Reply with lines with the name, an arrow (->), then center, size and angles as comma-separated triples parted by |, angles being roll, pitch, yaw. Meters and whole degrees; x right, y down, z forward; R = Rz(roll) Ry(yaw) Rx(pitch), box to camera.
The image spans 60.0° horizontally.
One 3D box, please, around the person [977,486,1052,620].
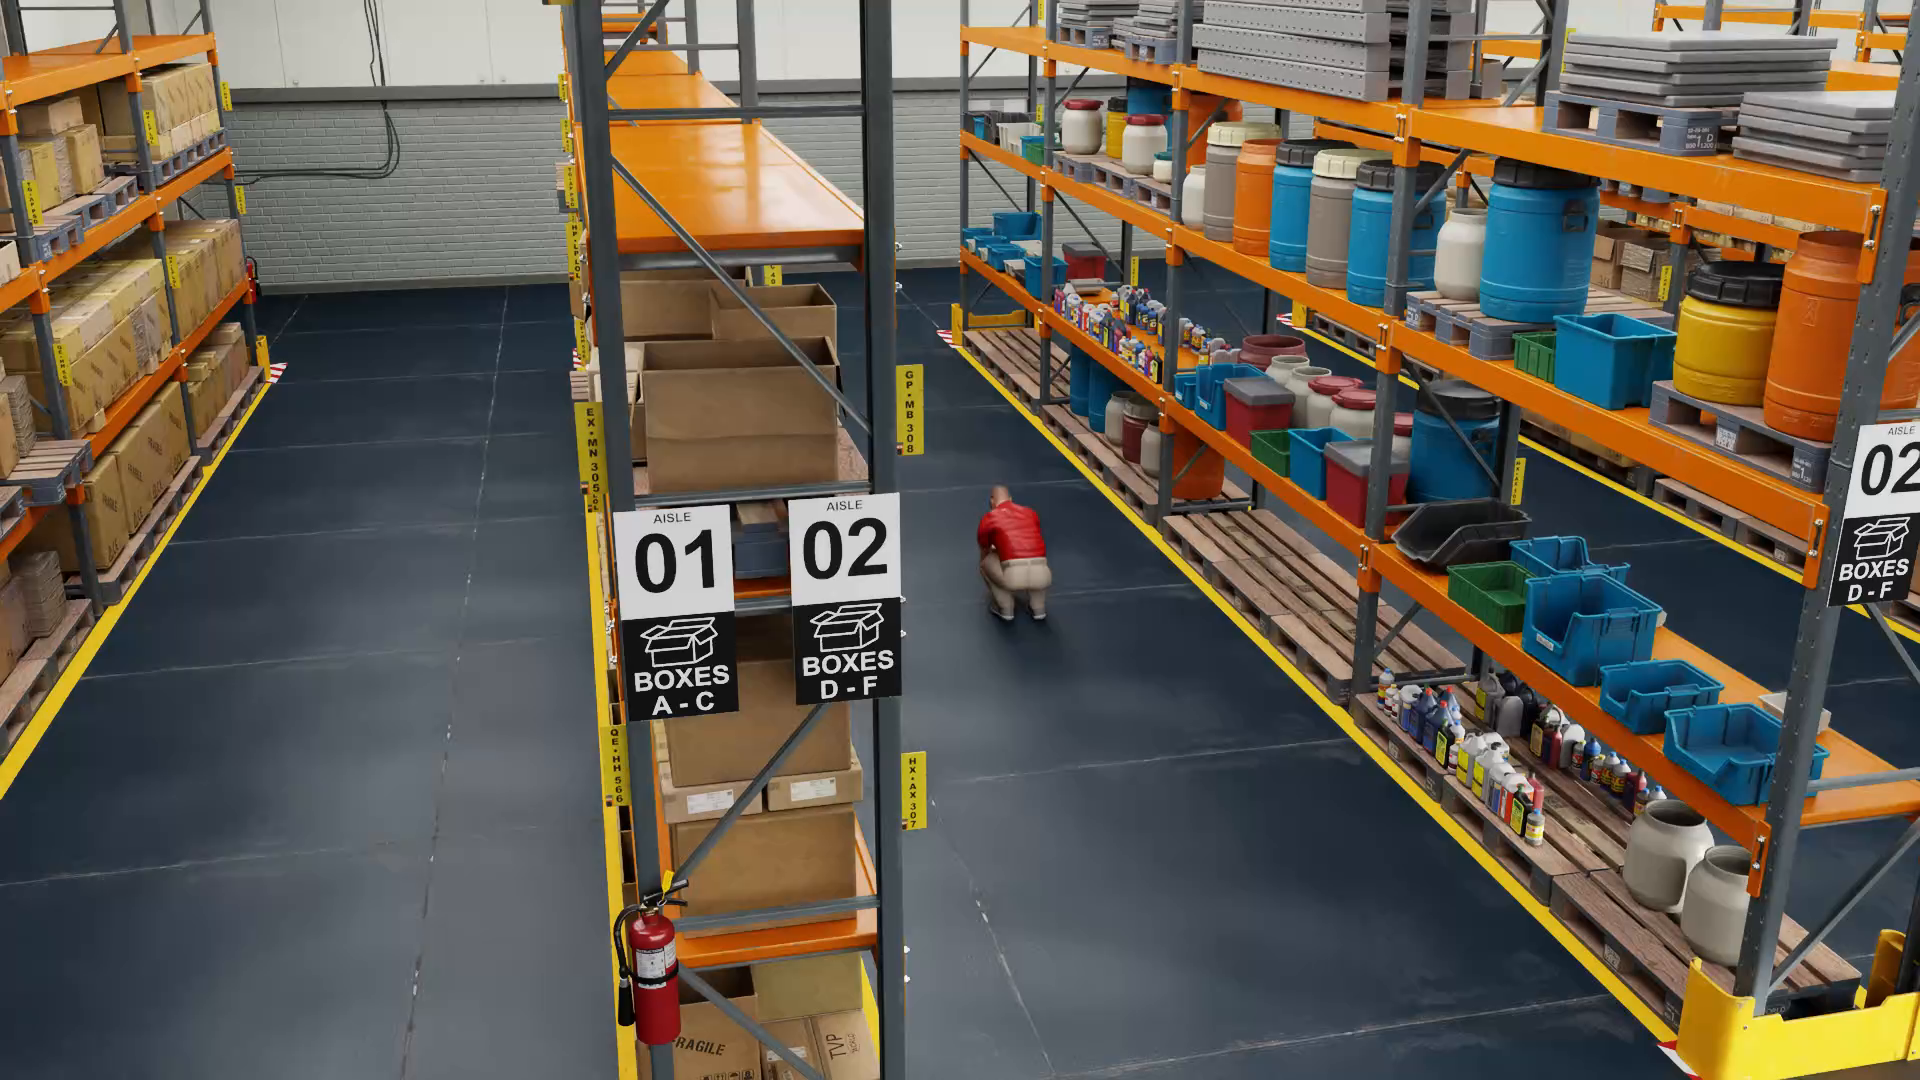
person -> 0.426, 0.100, 13.274 | 0.548, 0.978, 0.863 | -5, 20, -13
